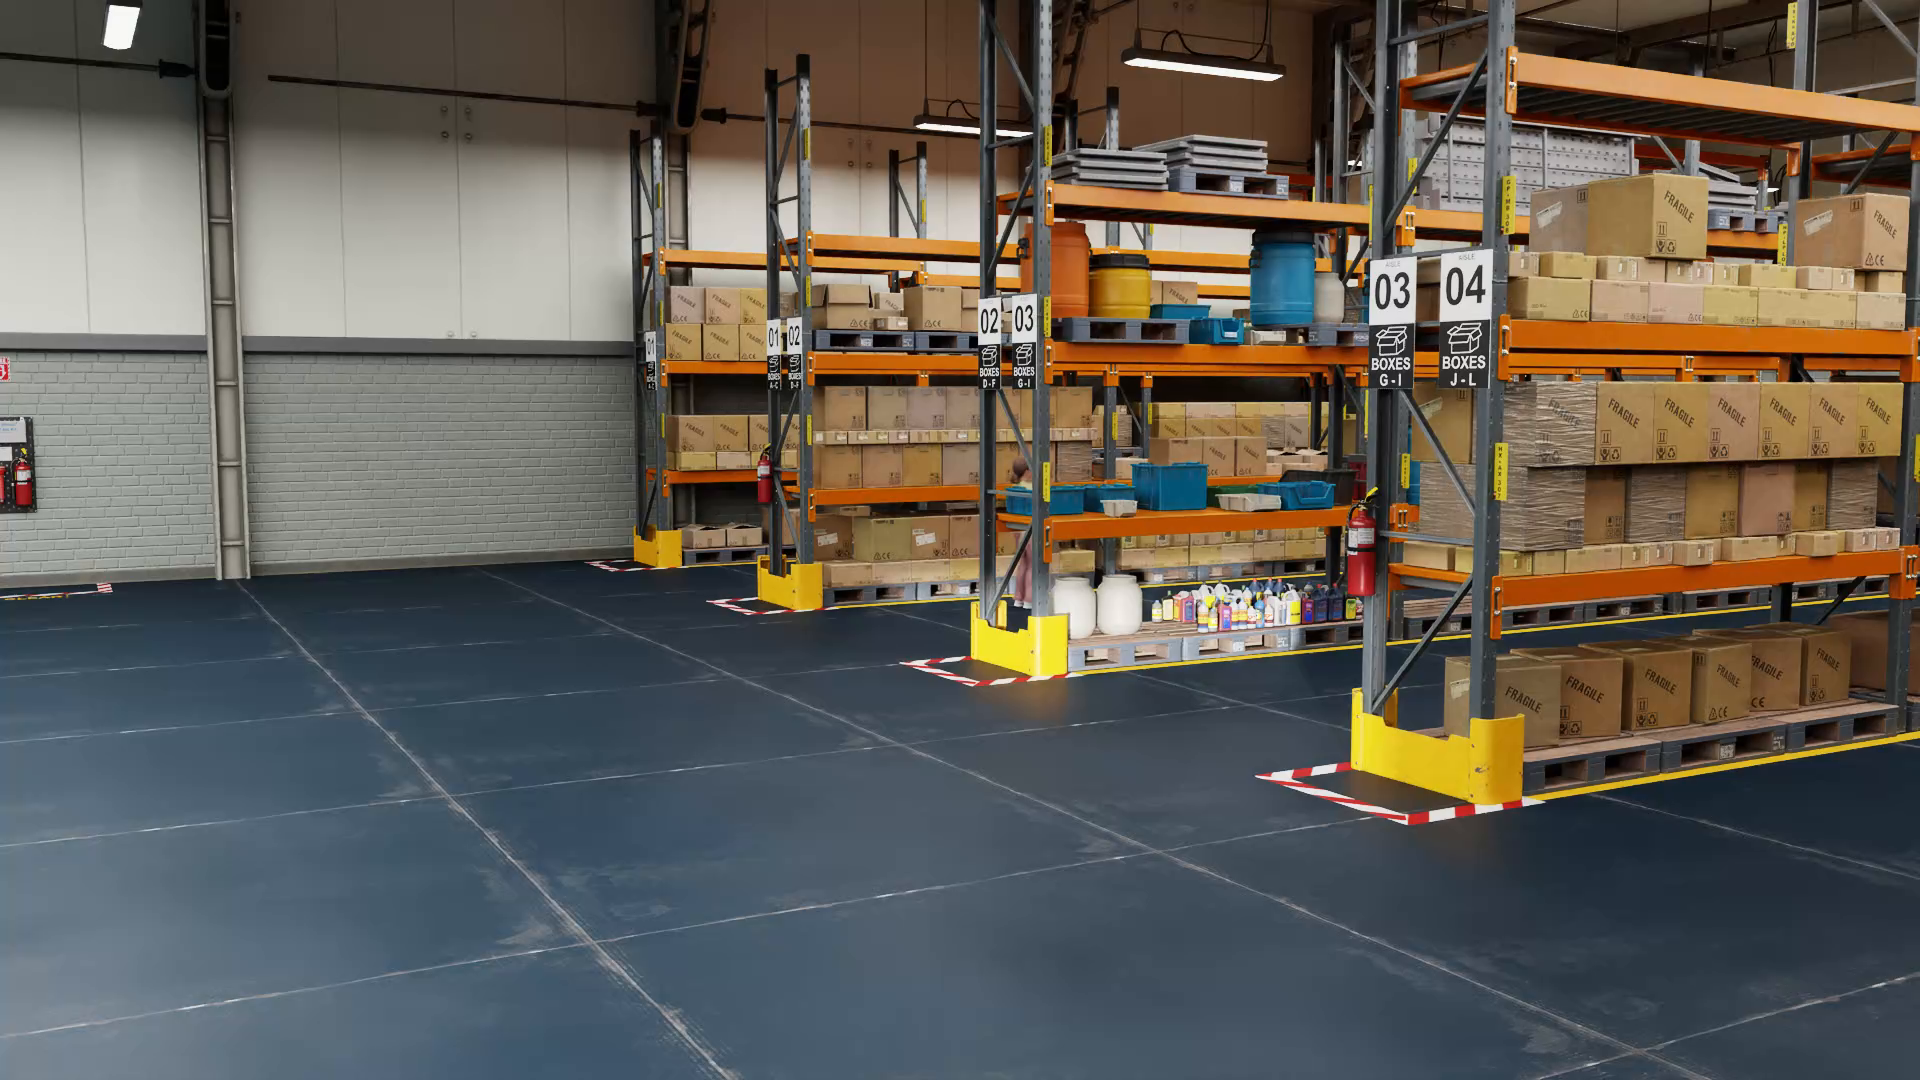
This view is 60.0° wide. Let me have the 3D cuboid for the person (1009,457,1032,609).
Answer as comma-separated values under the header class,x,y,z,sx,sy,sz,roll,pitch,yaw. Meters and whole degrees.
class,x,y,z,sx,sy,sz,roll,pitch,yaw
person,0.787,-0.087,18.432,0.537,1.674,0.439,-3,6,-29
